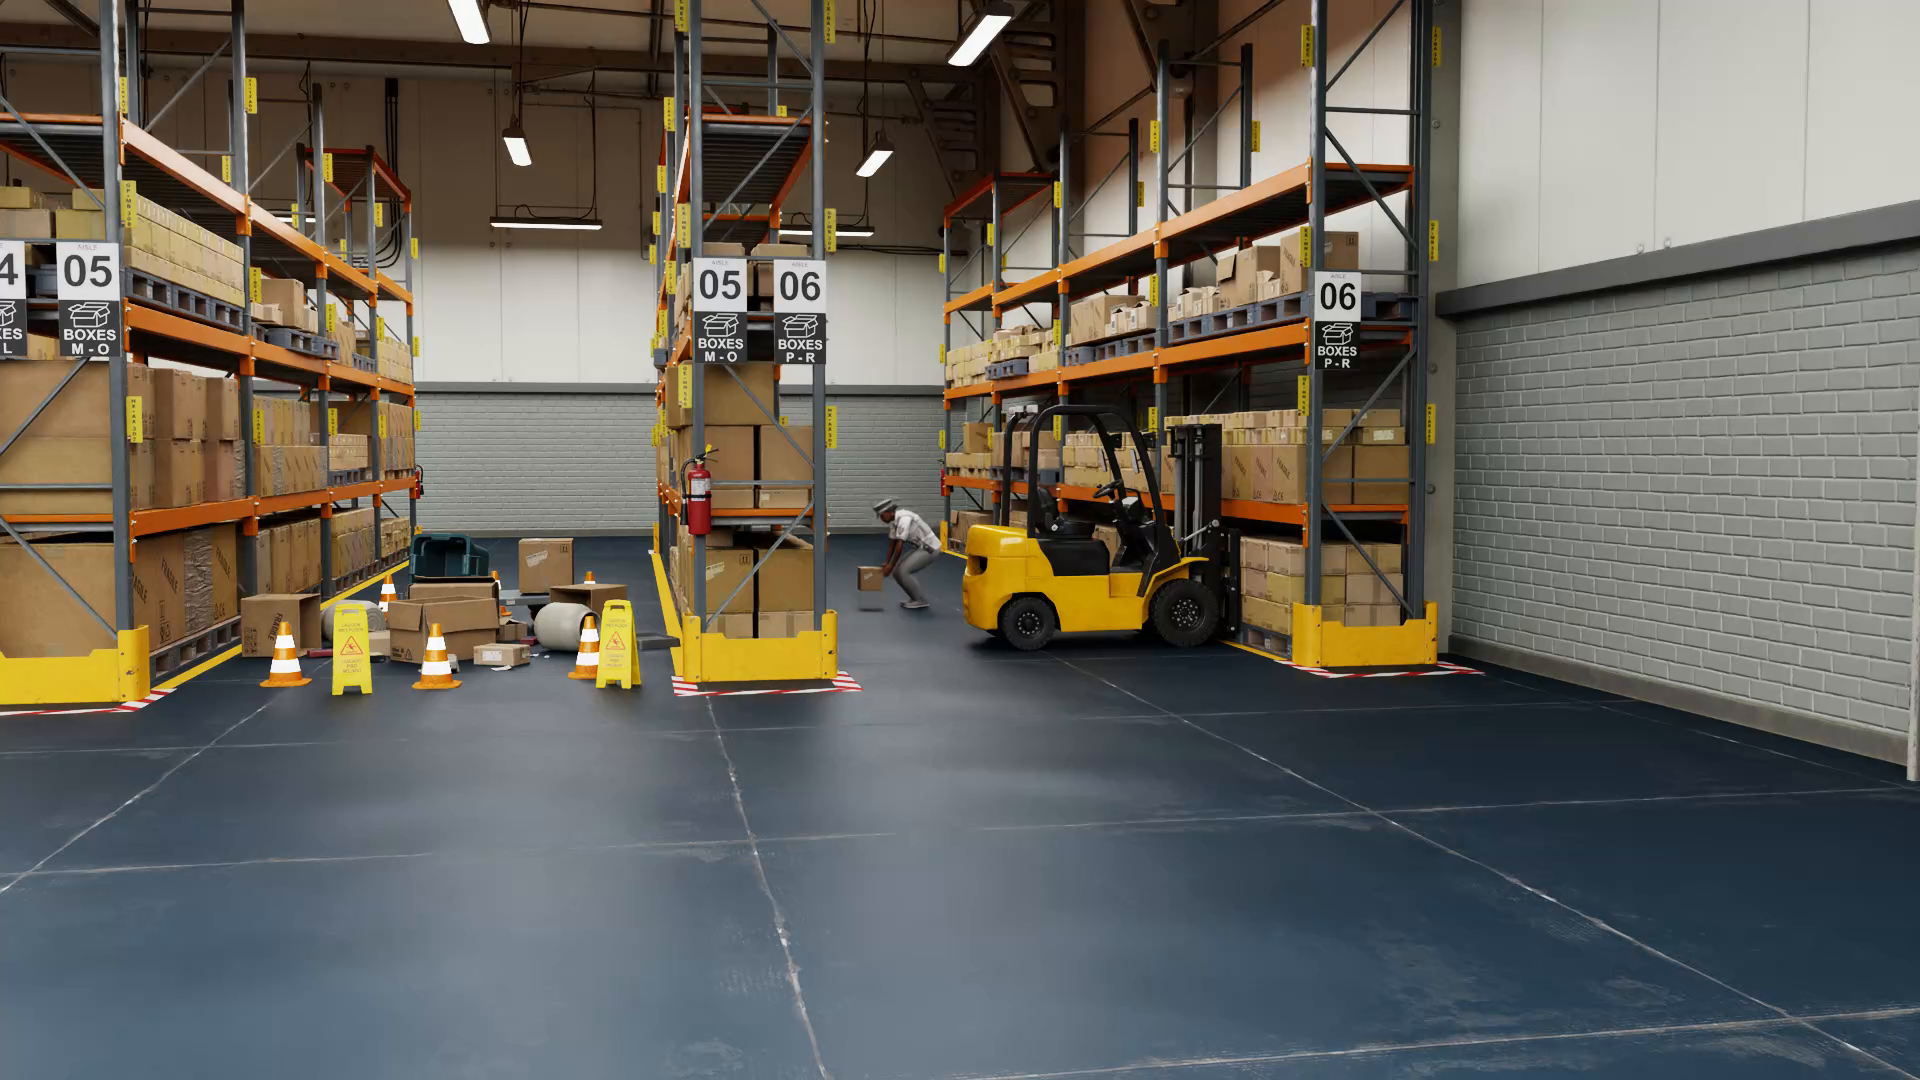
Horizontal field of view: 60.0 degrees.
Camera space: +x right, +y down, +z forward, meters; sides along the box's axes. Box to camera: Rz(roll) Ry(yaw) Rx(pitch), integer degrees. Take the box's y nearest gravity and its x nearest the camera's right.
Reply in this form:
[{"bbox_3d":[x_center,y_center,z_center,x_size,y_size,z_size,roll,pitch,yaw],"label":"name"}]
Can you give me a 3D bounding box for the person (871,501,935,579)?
[{"bbox_3d":[-0.638,0.003,18.522,0.710,0.876,0.490,-1,3,-11],"label":"person"}]
